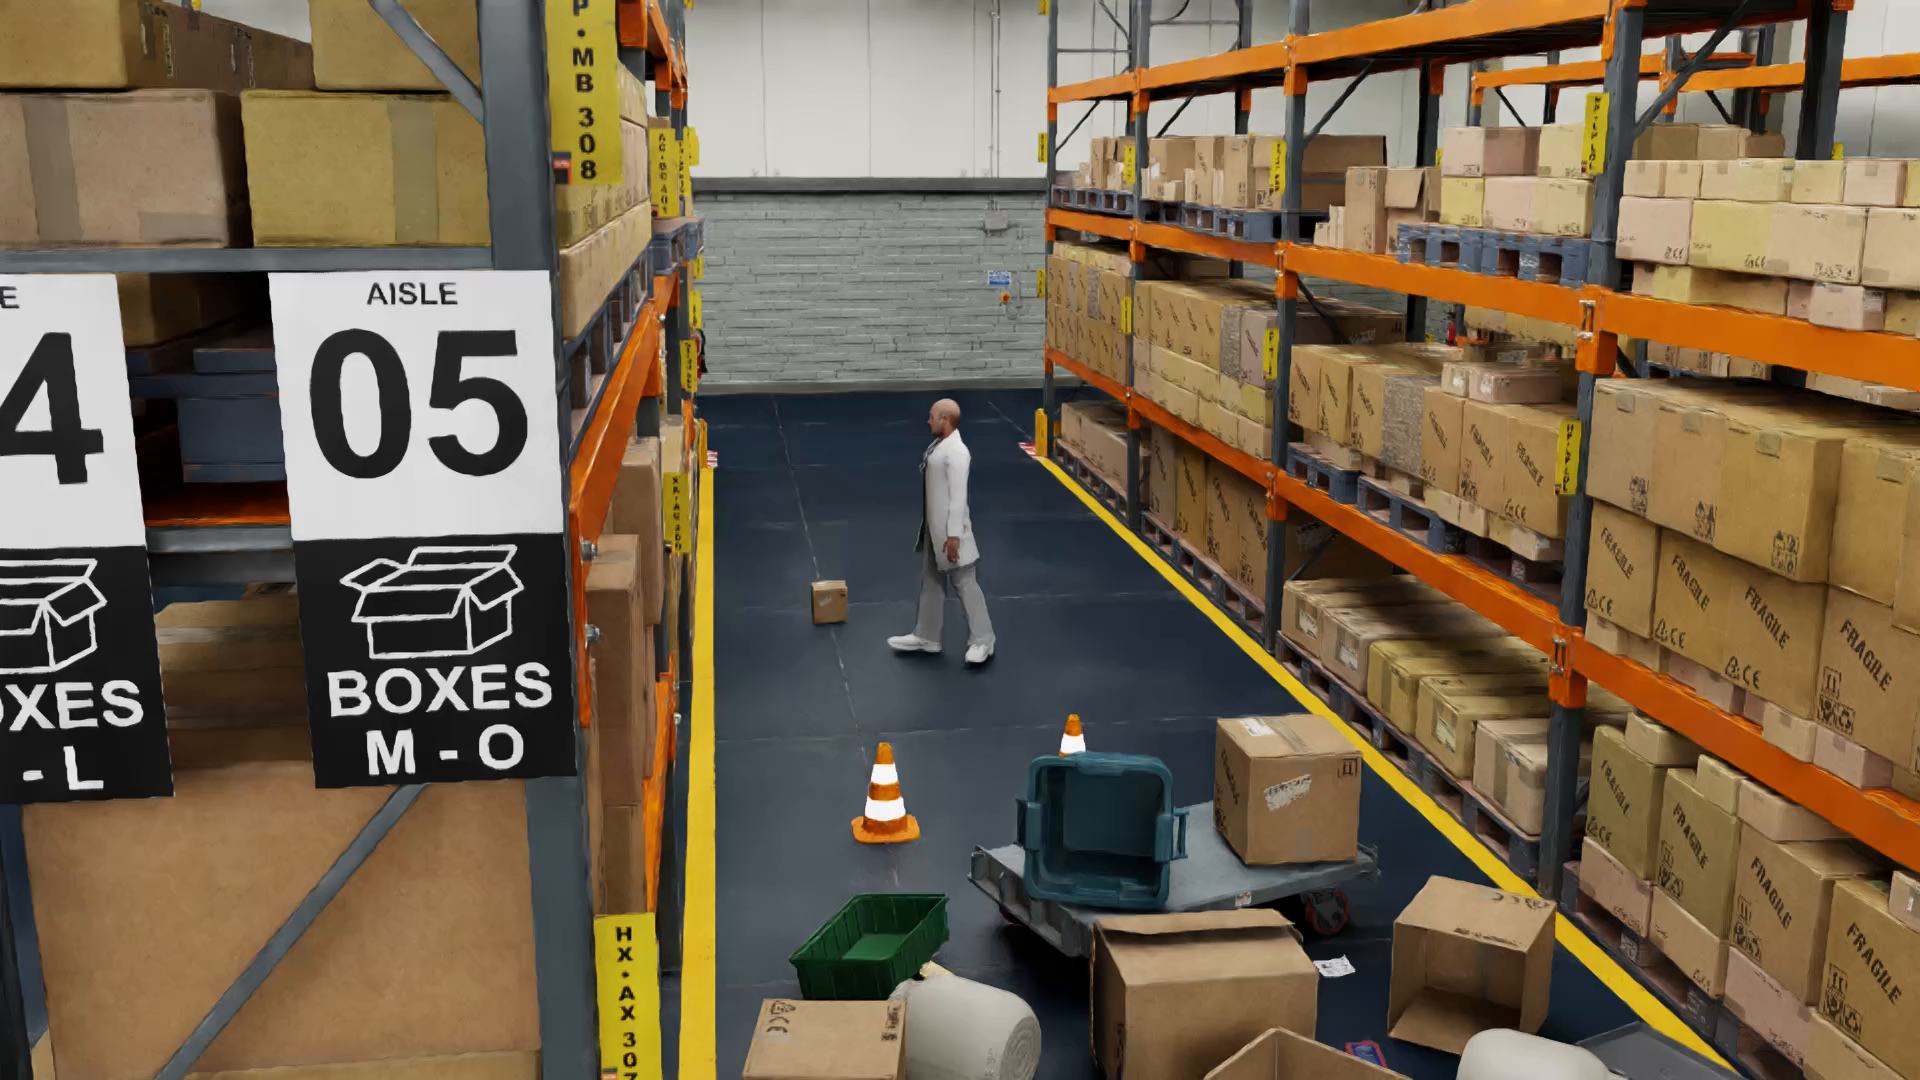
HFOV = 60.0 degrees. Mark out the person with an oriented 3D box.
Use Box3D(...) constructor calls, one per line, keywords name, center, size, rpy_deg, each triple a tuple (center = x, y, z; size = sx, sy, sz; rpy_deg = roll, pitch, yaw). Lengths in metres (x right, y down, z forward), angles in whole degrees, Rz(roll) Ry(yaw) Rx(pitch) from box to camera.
Box3D(name="person", center=(-0.125, -0.083, 11.324), size=(0.694, 1.774, 0.795), rpy_deg=(-3, 13, -15))
